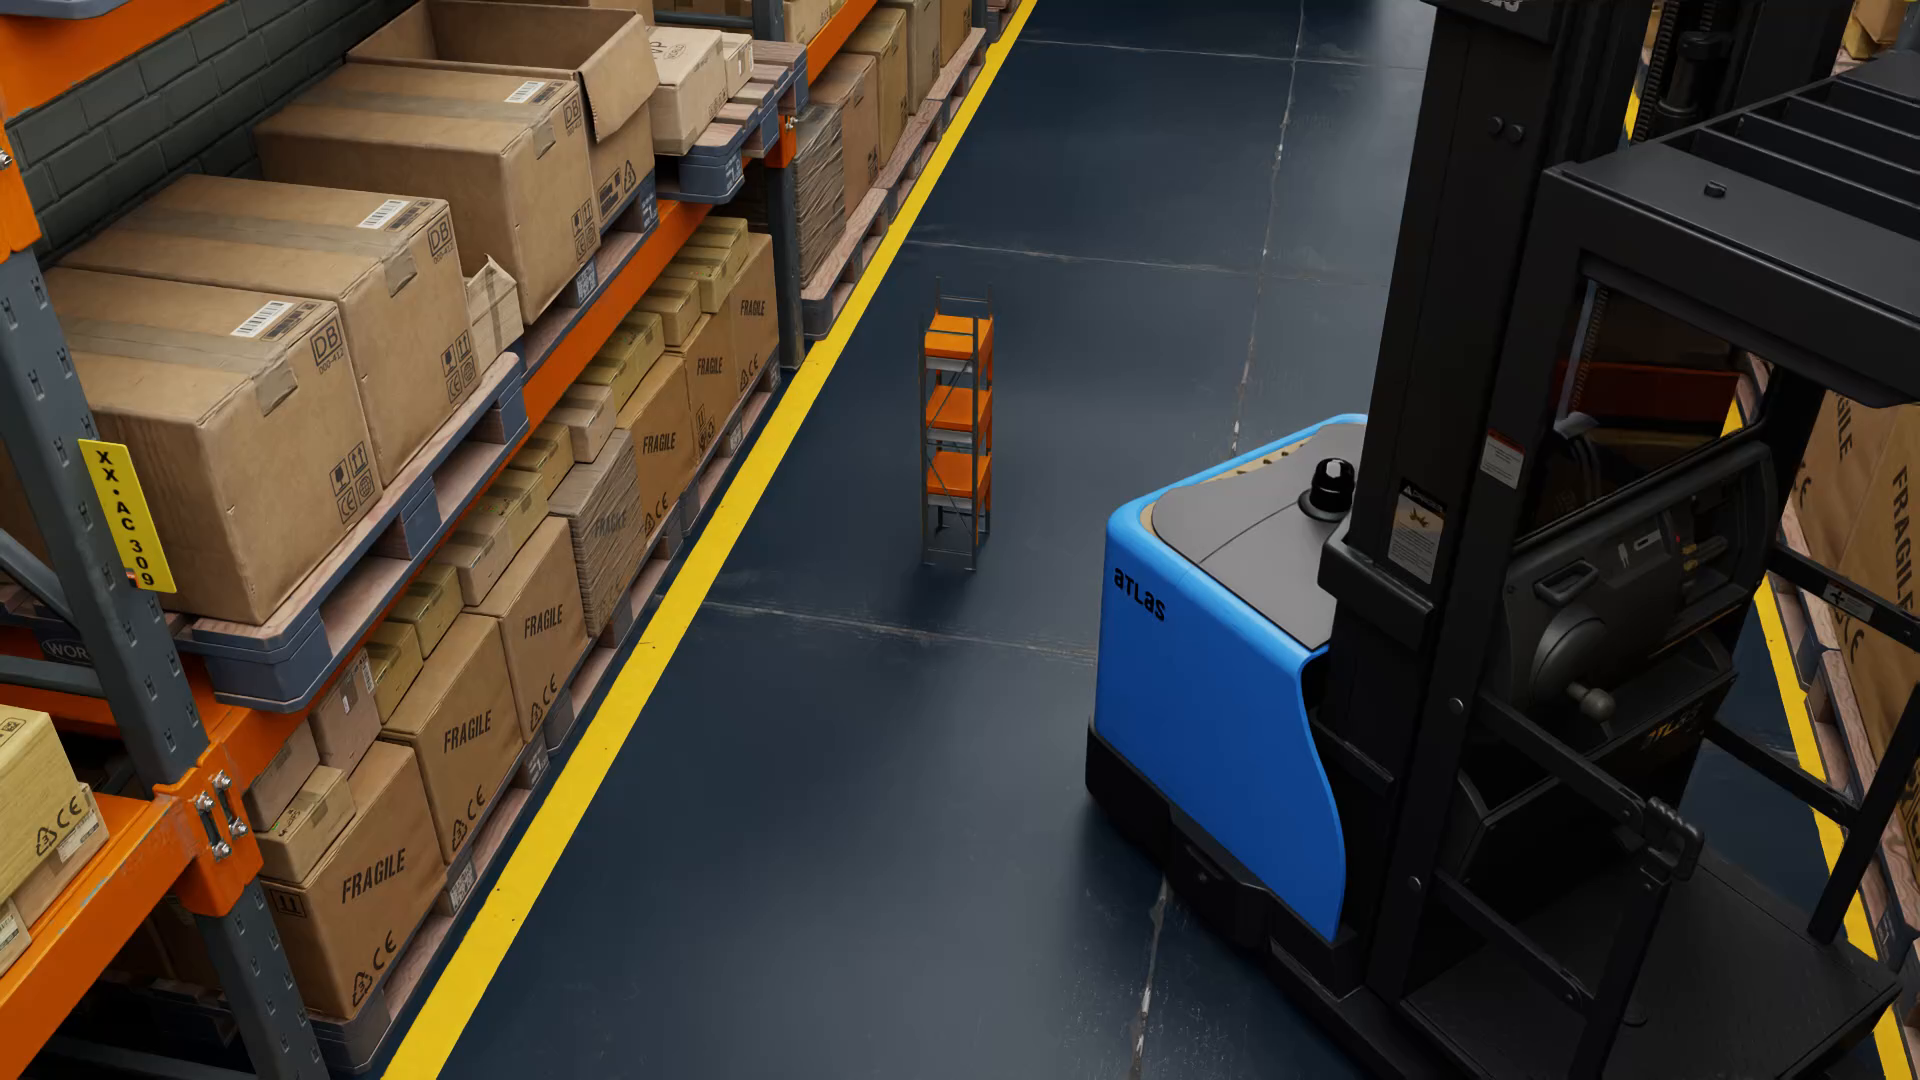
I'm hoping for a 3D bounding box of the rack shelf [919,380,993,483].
[{"bbox_3d":[-0.011,-0.386,5.906,0.215,0.259,0.240,7,37,10],"label":"rack shelf"}]

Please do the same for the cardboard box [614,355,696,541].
[{"bbox_3d":[-1.292,-0.348,5.947,0.500,0.500,0.500,9,37,12],"label":"cardboard box"}]

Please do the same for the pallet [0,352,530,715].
[{"bbox_3d":[-1.763,-0.119,4.022,1.003,0.211,1.213,7,37,10],"label":"pallet"}]

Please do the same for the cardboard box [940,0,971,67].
[{"bbox_3d":[-0.432,-3.247,9.840,0.875,0.625,0.625,9,37,12],"label":"cardboard box"}]

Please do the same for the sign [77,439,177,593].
[{"bbox_3d":[-1.508,-0.039,3.011,0.100,0.325,0.005,7,37,10],"label":"sign"}]

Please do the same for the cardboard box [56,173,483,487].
[{"bbox_3d":[-1.607,-0.509,3.954,0.700,0.500,0.500,8,37,10],"label":"cardboard box"}]

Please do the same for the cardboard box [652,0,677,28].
[{"bbox_3d":[-1.339,-2.275,6.960,0.500,0.250,0.500,7,36,9],"label":"cardboard box"}]

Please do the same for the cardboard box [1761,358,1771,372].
[{"bbox_3d":[3.795,-0.854,6.754,0.950,0.372,0.625,5,36,7],"label":"cardboard box"}]

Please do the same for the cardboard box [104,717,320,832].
[{"bbox_3d":[-1.763,0.527,3.933,0.380,0.149,0.250,7,36,9],"label":"cardboard box"}]

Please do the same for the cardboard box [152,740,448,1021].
[{"bbox_3d":[-1.717,0.840,4.307,0.500,0.500,0.500,9,37,12],"label":"cardboard box"}]

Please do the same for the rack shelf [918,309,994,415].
[{"bbox_3d":[-0.011,-0.616,5.739,0.215,0.259,0.240,7,37,10],"label":"rack shelf"}]

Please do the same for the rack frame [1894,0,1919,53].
[{"bbox_3d":[3.664,-1.426,5.661,1.000,3.000,0.127,7,37,10],"label":"rack frame"}]

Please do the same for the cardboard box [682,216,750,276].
[{"bbox_3d":[-1.044,-1.151,6.502,0.380,0.149,0.250,6,36,8],"label":"cardboard box"}]

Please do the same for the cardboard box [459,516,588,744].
[{"bbox_3d":[-1.502,0.248,5.123,0.500,0.500,0.500,6,36,9],"label":"cardboard box"}]

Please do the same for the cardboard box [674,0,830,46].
[{"bbox_3d":[-0.852,-2.209,6.869,0.500,0.250,0.500,7,37,10],"label":"cardboard box"}]

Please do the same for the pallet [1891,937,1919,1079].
[{"bbox_3d":[2.901,1.545,3.939,1.003,0.211,1.213,7,37,10],"label":"pallet"}]

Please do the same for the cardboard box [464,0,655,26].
[{"bbox_3d":[-1.448,-1.981,5.984,0.500,0.500,0.500,9,37,12],"label":"cardboard box"}]

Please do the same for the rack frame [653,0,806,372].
[{"bbox_3d":[-1.186,-2.046,6.517,1.000,3.000,0.127,7,37,10],"label":"rack frame"}]

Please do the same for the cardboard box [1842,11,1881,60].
[{"bbox_3d":[3.491,-1.874,6.136,0.380,0.149,0.250,8,37,11],"label":"cardboard box"}]

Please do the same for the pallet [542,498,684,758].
[{"bbox_3d":[-1.645,0.204,5.789,1.003,0.211,1.213,7,37,10],"label":"pallet"}]

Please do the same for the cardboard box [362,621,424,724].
[{"bbox_3d":[-1.676,0.338,4.448,0.380,0.149,0.250,6,36,8],"label":"cardboard box"}]

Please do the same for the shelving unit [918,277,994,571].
[{"bbox_3d":[-0.011,-0.394,5.900,0.215,1.050,0.252,7,37,10],"label":"shelving unit"}]

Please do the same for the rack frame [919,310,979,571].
[{"bbox_3d":[-0.037,-0.324,5.803,0.200,1.050,0.008,7,37,10],"label":"rack frame"}]

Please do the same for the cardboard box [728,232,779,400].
[{"bbox_3d":[-1.066,-0.934,6.755,0.500,0.500,0.500,8,37,11],"label":"cardboard box"}]

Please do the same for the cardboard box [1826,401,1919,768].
[{"bbox_3d":[3.241,0.161,4.925,0.875,0.875,0.875,8,37,11],"label":"cardboard box"}]

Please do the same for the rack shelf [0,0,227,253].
[{"bbox_3d":[-1.613,-1.822,4.265,1.077,0.370,4.000,7,37,10],"label":"rack shelf"}]

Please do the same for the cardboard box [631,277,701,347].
[{"bbox_3d":[-1.171,-0.846,6.080,0.380,0.149,0.250,6,36,8],"label":"cardboard box"}]

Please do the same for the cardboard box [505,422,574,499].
[{"bbox_3d":[-1.457,-0.260,5.272,0.380,0.149,0.250,7,37,10],"label":"cardboard box"}]

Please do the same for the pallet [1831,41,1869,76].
[{"bbox_3d":[3.713,-1.770,6.300,1.213,0.211,1.003,7,37,10],"label":"pallet"}]

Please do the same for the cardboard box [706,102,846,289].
[{"bbox_3d":[-1.039,-1.610,7.581,0.875,0.625,0.625,8,37,11],"label":"cardboard box"}]

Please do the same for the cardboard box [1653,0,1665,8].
[{"bbox_3d":[4.383,-3.452,9.803,0.500,0.500,0.500,7,36,9],"label":"cardboard box"}]

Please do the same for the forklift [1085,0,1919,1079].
[{"bbox_3d":[1.635,0.153,3.541,1.130,2.935,3.031,-22,41,-27],"label":"forklift"}]

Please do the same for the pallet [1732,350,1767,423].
[{"bbox_3d":[3.833,-0.744,7.097,1.003,0.211,1.213,7,37,10],"label":"pallet"}]

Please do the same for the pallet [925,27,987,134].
[{"bbox_3d":[-0.450,-2.783,9.909,1.003,0.211,1.213,7,37,10],"label":"pallet"}]

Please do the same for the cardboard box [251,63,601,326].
[{"bbox_3d":[-1.440,-0.959,4.574,0.700,0.500,0.500,7,37,10],"label":"cardboard box"}]

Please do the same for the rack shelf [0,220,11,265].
[{"bbox_3d":[-2.467,0.471,1.101,1.077,0.370,4.000,7,37,10],"label":"rack shelf"}]

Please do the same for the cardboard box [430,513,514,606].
[{"bbox_3d":[-1.541,0.040,4.858,0.380,0.149,0.250,7,37,10],"label":"cardboard box"}]

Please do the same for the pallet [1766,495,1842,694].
[{"bbox_3d":[3.422,0.146,5.869,1.003,0.211,1.213,7,37,10],"label":"pallet"}]

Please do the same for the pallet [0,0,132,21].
[{"bbox_3d":[-1.832,-1.256,3.031,1.213,0.211,1.003,7,37,10],"label":"pallet"}]

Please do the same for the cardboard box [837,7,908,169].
[{"bbox_3d":[-0.764,-2.372,8.632,0.875,0.625,0.625,6,36,8],"label":"cardboard box"}]

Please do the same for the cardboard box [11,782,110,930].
[{"bbox_3d":[-1.861,0.564,3.130,0.380,0.149,0.250,8,37,11],"label":"cardboard box"}]

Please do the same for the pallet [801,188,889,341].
[{"bbox_3d":[-0.972,-1.384,7.979,1.003,0.211,1.213,7,37,10],"label":"pallet"}]

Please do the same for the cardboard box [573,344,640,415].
[{"bbox_3d":[-1.324,-0.557,5.682,0.380,0.149,0.250,7,36,9],"label":"cardboard box"}]

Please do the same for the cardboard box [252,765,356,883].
[{"bbox_3d":[-1.703,0.655,4.010,0.380,0.149,0.250,9,37,12],"label":"cardboard box"}]

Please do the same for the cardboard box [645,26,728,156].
[{"bbox_3d":[-1.095,-1.510,5.547,0.500,0.250,0.500,6,36,8],"label":"cardboard box"}]
